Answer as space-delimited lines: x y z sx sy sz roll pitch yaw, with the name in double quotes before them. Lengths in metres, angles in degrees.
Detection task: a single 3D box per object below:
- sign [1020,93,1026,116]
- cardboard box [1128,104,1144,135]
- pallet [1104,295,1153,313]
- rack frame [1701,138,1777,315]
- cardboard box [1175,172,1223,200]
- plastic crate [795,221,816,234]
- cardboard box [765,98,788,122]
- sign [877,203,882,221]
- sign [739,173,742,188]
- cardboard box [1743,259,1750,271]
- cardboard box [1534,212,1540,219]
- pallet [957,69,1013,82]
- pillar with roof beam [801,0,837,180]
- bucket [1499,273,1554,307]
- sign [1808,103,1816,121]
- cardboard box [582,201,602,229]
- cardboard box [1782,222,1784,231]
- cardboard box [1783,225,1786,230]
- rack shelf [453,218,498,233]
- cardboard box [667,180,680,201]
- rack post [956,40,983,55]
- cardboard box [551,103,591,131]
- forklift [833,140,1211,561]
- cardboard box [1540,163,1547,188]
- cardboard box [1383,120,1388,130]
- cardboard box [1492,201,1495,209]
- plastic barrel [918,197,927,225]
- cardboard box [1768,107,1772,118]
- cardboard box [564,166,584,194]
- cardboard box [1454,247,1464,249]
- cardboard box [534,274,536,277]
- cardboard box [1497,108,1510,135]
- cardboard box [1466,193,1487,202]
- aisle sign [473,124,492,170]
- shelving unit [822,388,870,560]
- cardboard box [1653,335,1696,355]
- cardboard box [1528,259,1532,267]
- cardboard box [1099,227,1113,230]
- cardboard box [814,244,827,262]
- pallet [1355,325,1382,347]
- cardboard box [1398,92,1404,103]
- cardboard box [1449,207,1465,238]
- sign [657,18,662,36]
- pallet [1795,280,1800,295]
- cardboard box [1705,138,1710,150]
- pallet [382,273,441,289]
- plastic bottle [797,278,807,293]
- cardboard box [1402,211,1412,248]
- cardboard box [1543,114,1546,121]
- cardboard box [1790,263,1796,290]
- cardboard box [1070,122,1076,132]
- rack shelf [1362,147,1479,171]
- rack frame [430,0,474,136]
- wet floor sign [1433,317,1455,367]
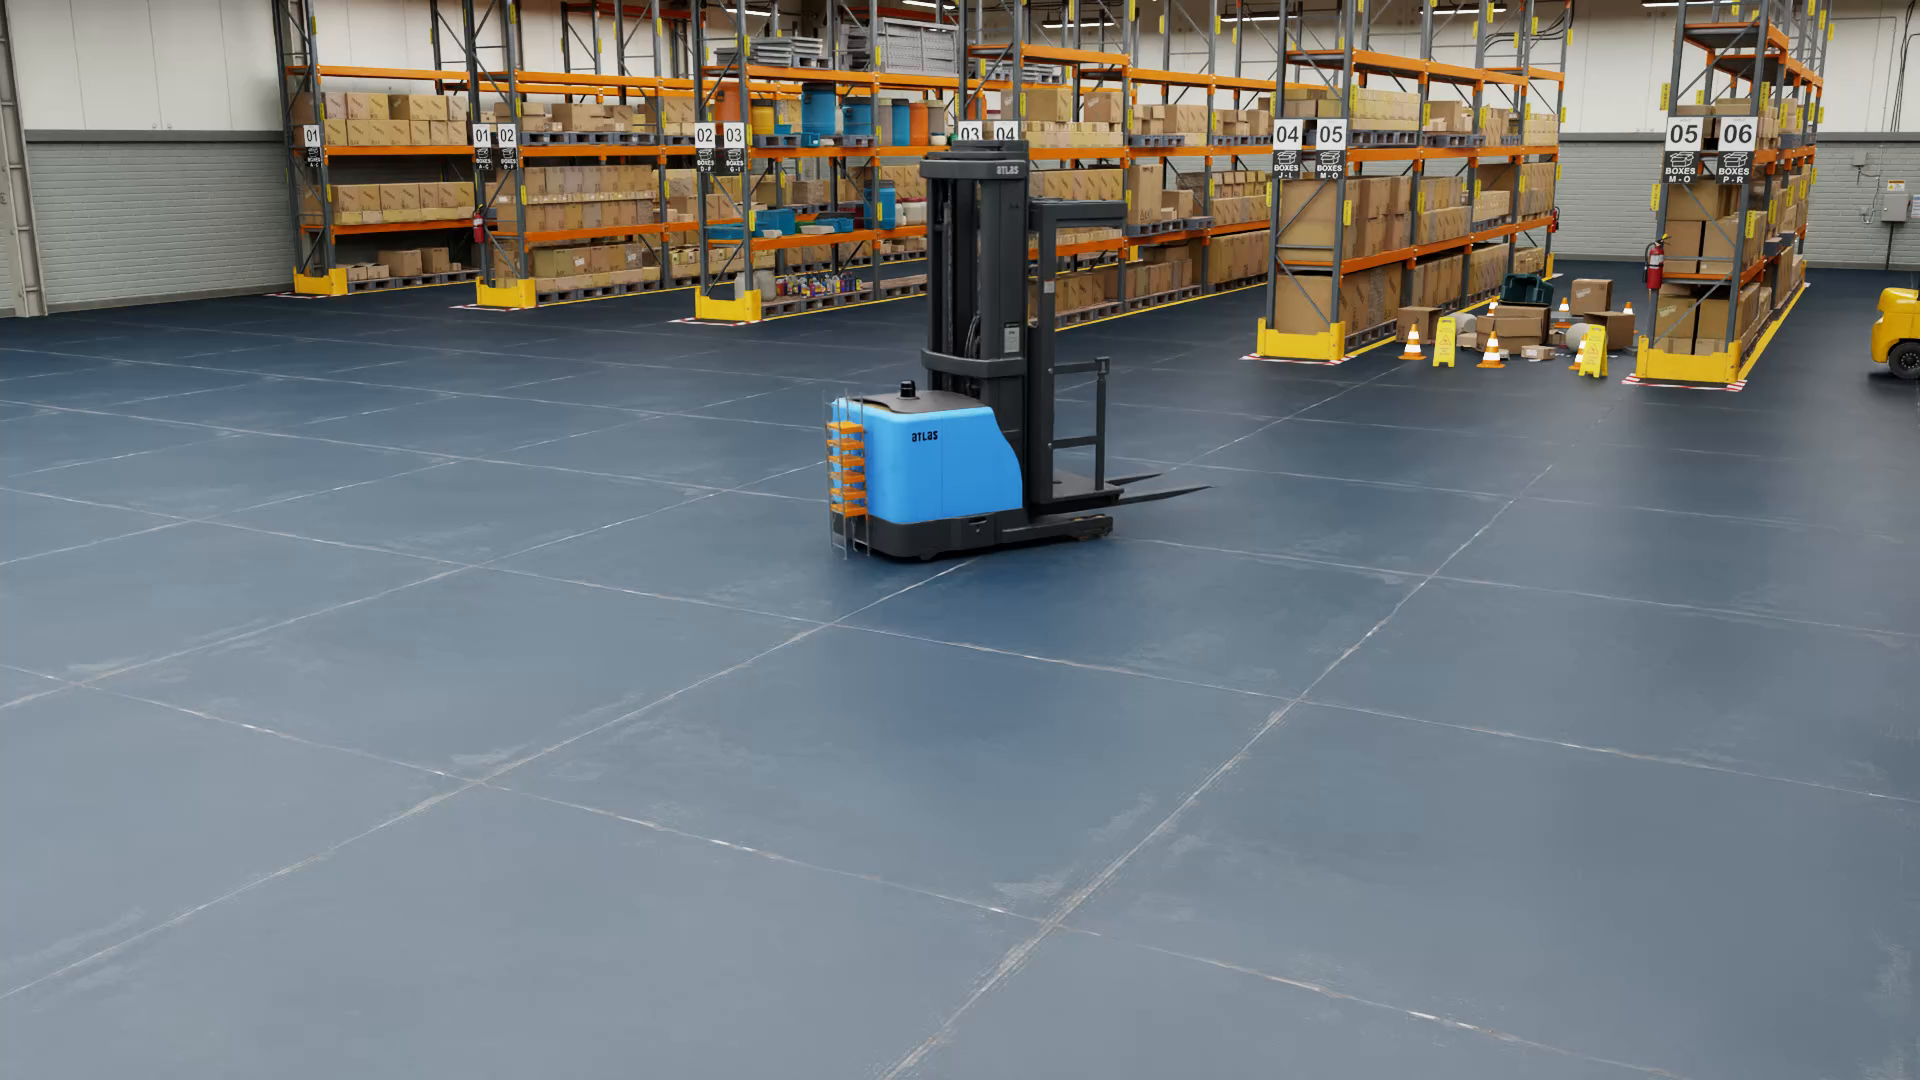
"sign" 0.921 -6.422 24.507 0.100 0.325 0.005 7 15 28
"cardboard box" 2.693 -7.219 28.561 0.797 0.503 0.637 7 15 25
"pallet" 2.754 -4.226 29.610 1.003 0.211 1.213 7 15 28
"rack frame" 11.054 -4.298 23.963 1.000 3.000 0.127 7 15 28
"cardboard box" 4.681 -6.926 32.510 0.797 0.503 0.637 8 16 30
"plastic crate" -2.860 -5.633 29.950 0.450 0.188 0.662 7 15 28
"cardboard box" -4.141 -9.447 36.571 0.500 0.500 0.500 7 15 28
"sign" -1.480 -6.052 30.648 0.100 0.325 0.005 7 15 28
"sign" -4.837 -7.949 36.804 0.100 0.325 0.005 7 15 28
"cardboard box" 9.938 -3.547 21.384 0.380 0.149 0.250 8 16 29
"cardboard box" 12.046 -6.874 35.182 0.380 0.149 0.250 7 15 26
"pallet" 0.353 -9.578 34.317 1.213 0.211 1.003 7 15 28
"pillar with roof beam" -0.511 -12.647 45.794 9.100 9.000 0.548 7 15 28
"bucket" 8.625 -3.697 25.210 0.620 0.611 0.726 1 9 -42
"sign" 15.401 -7.743 30.075 0.100 0.325 0.005 7 15 28
"cardboard box" -7.242 -6.185 31.573 0.700 0.500 0.500 8 16 30
"cardboard box" 12.887 -4.987 26.460 0.380 0.149 0.250 7 15 28
"cardboard box" 13.445 -5.118 27.683 0.500 0.250 0.500 7 15 27
"rack shelf" -9.662 -7.165 37.390 1.077 0.370 4.000 7 15 28
"cardboard box" -7.252 -8.618 40.989 0.500 0.500 0.500 7 15 28
"rack post" 0.268 -10.141 34.297 0.624 0.289 0.986 7 15 28
"cardboard box" -7.182 -7.812 30.731 0.500 0.500 0.500 7 15 28
"forklift" 0.565 -1.518 12.578 3.031 2.935 1.130 -8 16 -31
"cardboard box" 11.981 -7.646 34.867 0.500 0.500 0.500 8 16 31
"cardboard box" 5.918 -5.952 23.848 0.380 0.149 0.250 8 15 29
"cardboard box" 9.886 -6.332 31.402 0.380 0.149 0.250 7 15 28
"plastic barrel" -0.738 -6.459 32.636 0.433 0.535 0.433 0 14 0
"cardboard box" 10.426 -5.603 21.811 0.380 0.149 0.250 8 16 29
"cardboard box" -7.470 -6.720 31.027 0.700 0.500 0.500 7 15 28
"cardboard box" 9.201 -5.390 31.328 0.500 0.250 0.500 8 16 29
"cardboard box" -7.993 -4.839 31.174 0.500 0.250 0.500 7 15 28
"cardboard box" 10.260 -8.126 32.328 0.700 0.500 0.500 7 15 28
"cardboard box" 9.507 -6.319 30.713 0.380 0.149 0.250 8 16 31
"aisle sign" -8.513 -7.007 29.652 0.394 0.787 0.004 7 15 28
"shelving unit" -0.816 -0.473 11.922 0.189 1.200 0.258 -11 17 -30
"cardboard box" 9.287 -2.546 21.667 0.500 0.250 0.500 7 15 28
"cardboard box" 11.730 -5.798 34.735 0.380 0.149 0.250 8 15 29
"cardboard box" 2.108 -5.529 28.220 0.875 0.500 0.500 7 15 28
"cardboard box" -3.392 -6.635 38.050 0.500 0.500 0.500 7 15 27
"pallet" 5.647 -3.084 24.878 1.003 0.211 1.213 7 15 28
"cardboard box" 6.286 -6.496 24.403 0.380 0.149 0.250 7 15 28
"cardboard box" 8.381 -5.483 28.662 0.500 0.500 0.500 7 15 28
"sign" -5.817 -9.924 32.166 0.100 0.325 0.005 7 15 28
"pallet" 15.947 -4.982 32.750 1.003 0.211 1.213 7 15 28
"cardboard box" 9.298 -5.024 21.109 0.380 0.149 0.250 8 16 30
"pallet" -11.511 -5.356 34.300 1.003 0.211 1.213 7 15 28
"plastic bottle" -2.865 -4.616 30.153 0.152 0.276 0.135 7 15 28
"cardboard box" 6.504 -4.834 25.866 0.875 0.550 0.550 7 15 28
"cardboard box" 11.923 -8.762 34.480 0.380 0.149 0.250 8 16 29
"cardboard box" 15.319 -5.015 31.506 0.875 0.438 0.875 7 15 27
"cardboard box" 1.635 -6.585 26.515 0.380 0.149 0.250 7 15 26
"rack shelf" 7.639 -6.357 27.638 1.077 0.370 4.000 7 15 28
"rack frame" -10.629 -10.021 34.901 1.000 3.000 0.127 7 15 28
"wet floor sign" 6.458 -2.643 22.120 0.267 0.644 0.232 5 14 18
